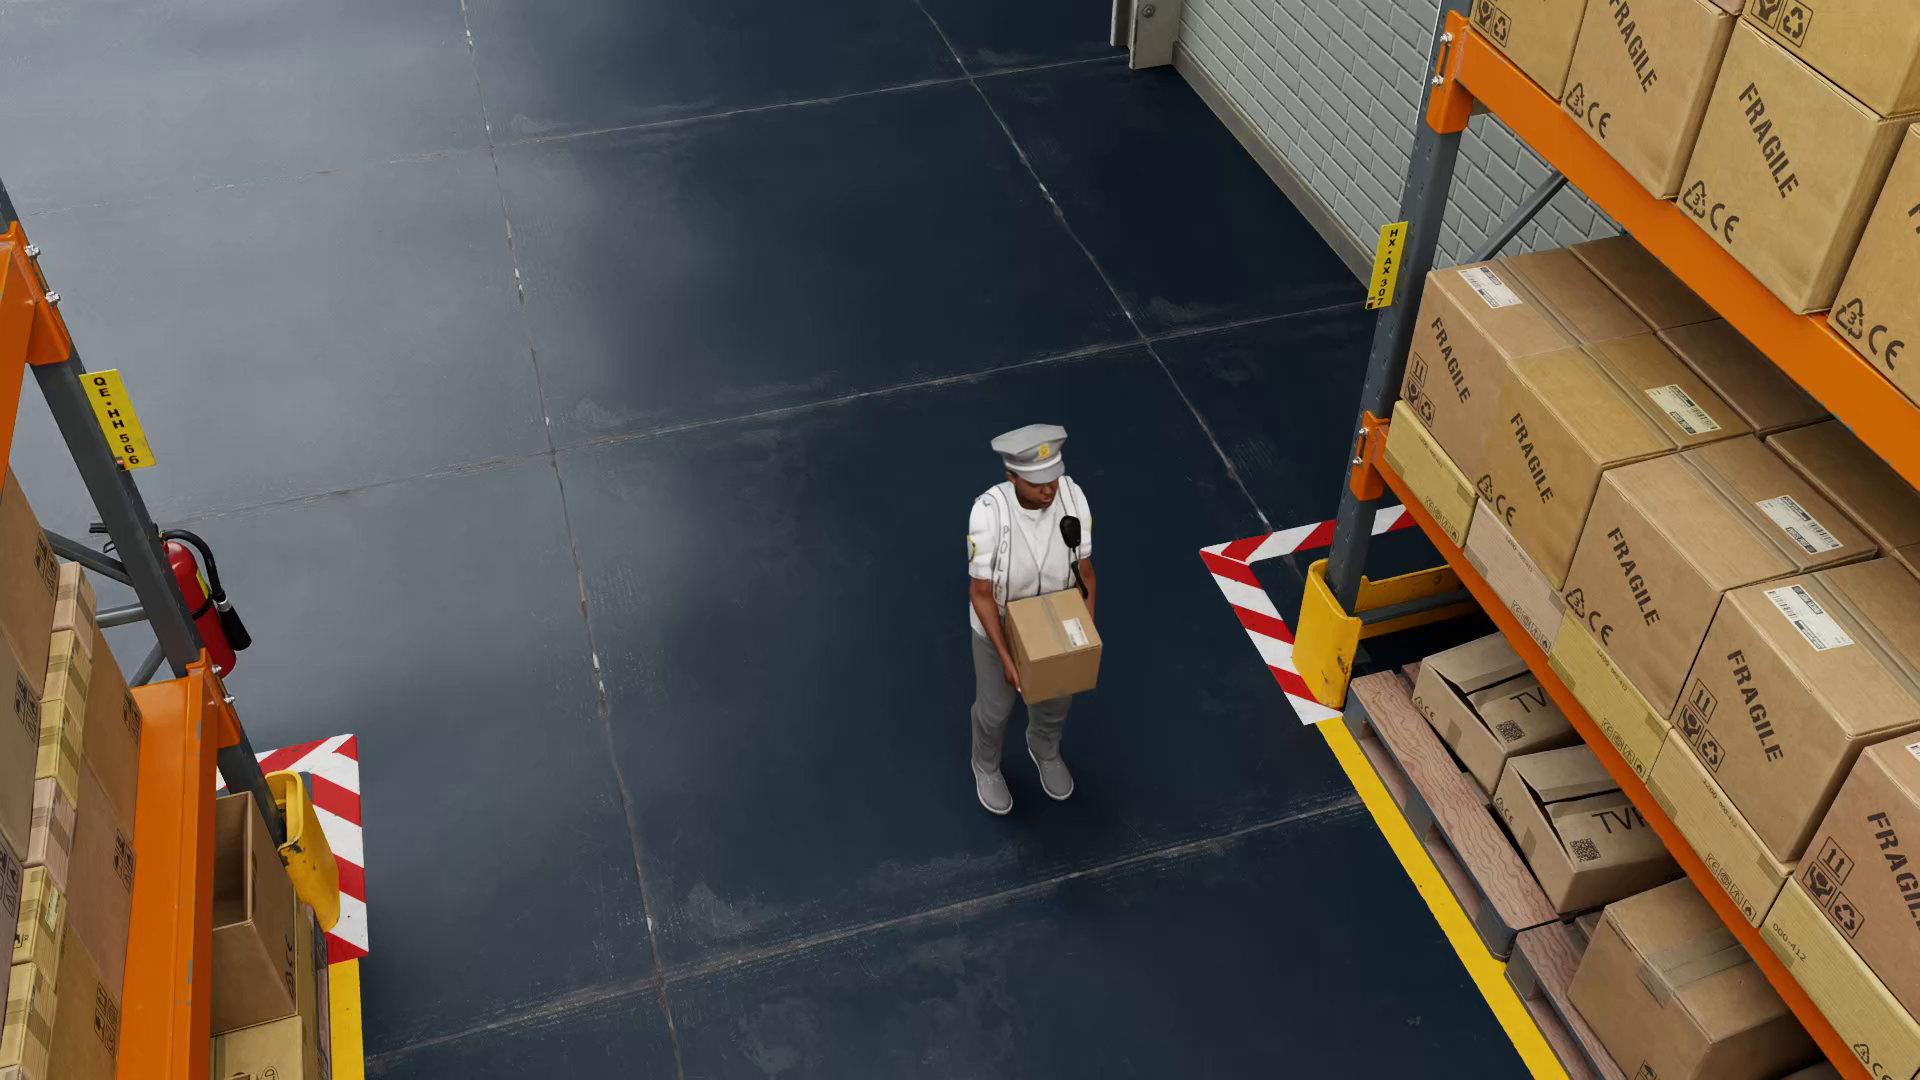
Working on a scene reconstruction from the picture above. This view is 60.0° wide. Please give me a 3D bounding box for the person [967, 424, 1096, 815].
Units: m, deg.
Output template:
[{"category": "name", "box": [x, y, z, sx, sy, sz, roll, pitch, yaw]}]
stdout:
[{"category": "person", "box": [0.254, 0.339, 5.775, 0.445, 1.692, 0.512, -12, 44, -12]}]
